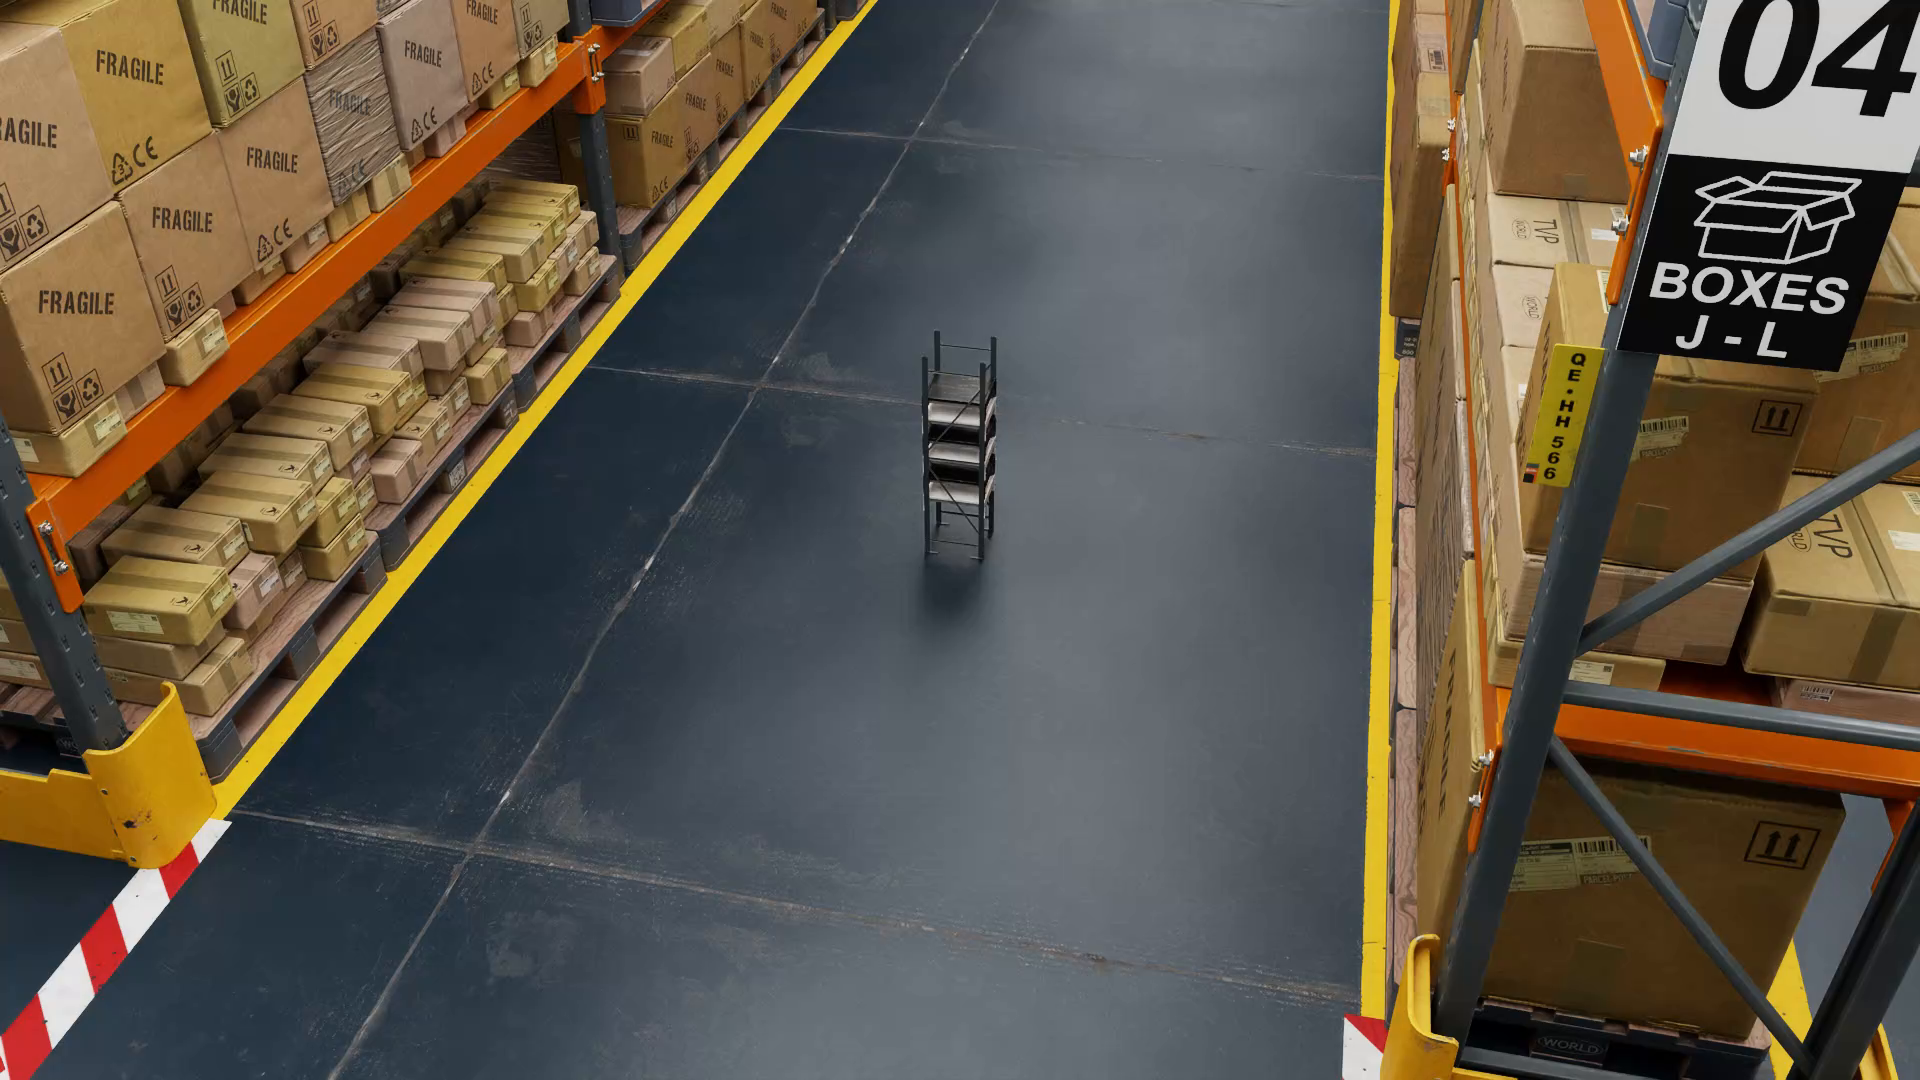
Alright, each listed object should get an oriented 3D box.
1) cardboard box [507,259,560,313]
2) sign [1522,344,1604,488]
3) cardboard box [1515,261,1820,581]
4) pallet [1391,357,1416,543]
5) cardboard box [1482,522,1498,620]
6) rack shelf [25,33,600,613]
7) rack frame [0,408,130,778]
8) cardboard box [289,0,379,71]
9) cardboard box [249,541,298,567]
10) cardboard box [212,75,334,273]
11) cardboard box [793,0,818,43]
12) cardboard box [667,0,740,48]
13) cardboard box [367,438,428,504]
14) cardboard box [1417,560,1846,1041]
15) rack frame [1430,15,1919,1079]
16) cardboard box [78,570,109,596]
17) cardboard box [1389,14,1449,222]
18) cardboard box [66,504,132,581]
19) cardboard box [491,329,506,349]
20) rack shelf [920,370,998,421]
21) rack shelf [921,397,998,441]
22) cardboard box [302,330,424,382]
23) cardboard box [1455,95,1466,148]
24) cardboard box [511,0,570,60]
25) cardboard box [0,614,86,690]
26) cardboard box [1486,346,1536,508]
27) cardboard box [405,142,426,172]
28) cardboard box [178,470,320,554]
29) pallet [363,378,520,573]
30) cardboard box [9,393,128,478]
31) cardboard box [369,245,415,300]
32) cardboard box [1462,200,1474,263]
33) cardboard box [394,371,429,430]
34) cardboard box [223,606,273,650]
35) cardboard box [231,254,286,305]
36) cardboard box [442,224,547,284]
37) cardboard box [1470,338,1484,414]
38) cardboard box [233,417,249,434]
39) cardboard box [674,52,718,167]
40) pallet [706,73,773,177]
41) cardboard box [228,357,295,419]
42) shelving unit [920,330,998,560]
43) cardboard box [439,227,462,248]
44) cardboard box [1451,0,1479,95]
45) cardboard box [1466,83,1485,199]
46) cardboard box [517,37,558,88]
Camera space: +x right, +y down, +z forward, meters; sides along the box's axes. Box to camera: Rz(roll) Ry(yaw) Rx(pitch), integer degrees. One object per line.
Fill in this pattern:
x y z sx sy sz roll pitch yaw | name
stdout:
-2.070 -1.181 7.642 0.380 0.149 0.250 6 36 8 | cardboard box
1.215 -0.246 3.345 0.100 0.325 0.005 7 37 10 | sign
1.589 -0.281 3.817 0.500 0.500 0.500 8 37 11 | cardboard box
2.357 -0.343 7.044 1.003 0.211 1.213 7 37 10 | pallet
1.550 0.102 4.268 0.380 0.149 0.250 8 37 10 | cardboard box
-2.655 -1.140 6.380 1.077 0.370 4.000 7 37 10 | rack shelf
-3.082 -0.285 4.587 1.000 3.000 0.127 7 37 10 | rack frame
-2.387 -1.953 5.698 0.500 0.500 0.500 6 36 8 | cardboard box
-2.640 0.009 5.999 0.380 0.149 0.250 8 37 11 | cardboard box
-2.510 -1.258 5.591 0.500 0.500 0.500 8 37 11 | cardboard box
-1.258 -3.619 10.960 0.500 0.500 0.500 7 37 10 | cardboard box
-1.587 -3.028 9.505 0.500 0.250 0.500 9 37 12 | cardboard box
-2.374 -0.287 6.662 0.380 0.149 0.250 6 36 8 | cardboard box
1.800 0.708 4.670 0.875 0.875 0.875 7 37 10 | cardboard box
1.742 0.395 3.649 1.000 3.000 0.127 7 37 10 | rack frame
-3.140 0.097 5.877 0.380 0.149 0.250 6 36 9 | cardboard box
2.903 -2.090 8.530 1.225 0.875 0.875 6 36 8 | cardboard box
-3.107 -0.014 5.777 0.380 0.149 0.250 8 37 11 | cardboard box
-2.284 -0.892 7.497 0.380 0.149 0.250 6 36 9 | cardboard box
-0.002 -0.551 6.341 0.258 0.077 0.200 7 37 10 | rack shelf
-0.002 -0.478 6.393 0.258 0.077 0.200 7 37 10 | rack shelf
-2.416 -0.712 6.741 0.380 0.149 0.250 7 37 10 | cardboard box
2.208 -1.669 6.711 0.380 0.149 0.250 7 37 10 | cardboard box
-2.055 -2.426 7.203 0.500 0.500 0.500 7 37 10 | cardboard box
-3.173 0.371 5.753 0.380 0.149 0.250 8 37 11 | cardboard box
1.695 -0.267 4.436 0.500 0.250 0.500 7 36 9 | cardboard box
-2.338 -1.533 6.523 0.380 0.149 0.250 7 36 9 | cardboard box
-2.518 -0.101 5.898 0.380 0.149 0.250 7 37 10 | cardboard box
-2.595 -0.358 7.064 1.003 0.211 1.213 7 37 10 | pallet
-2.693 -0.328 4.860 0.380 0.149 0.250 7 37 10 | cardboard box
-2.660 -1.209 7.427 0.380 0.149 0.250 6 36 9 | cardboard box
1.987 -1.069 5.884 0.380 0.149 0.250 7 36 9 | cardboard box
-2.430 -0.602 6.843 0.380 0.149 0.250 9 37 12 | cardboard box
-2.682 0.279 5.881 0.380 0.149 0.250 7 37 10 | cardboard box
-2.566 -0.945 5.711 0.380 0.149 0.250 7 37 10 | cardboard box
-2.111 -1.303 7.556 0.380 0.149 0.250 7 37 10 | cardboard box
1.768 -0.483 5.075 0.380 0.149 0.250 7 37 10 | cardboard box
-2.968 -0.501 6.703 0.380 0.149 0.250 9 37 12 | cardboard box
-1.699 -2.430 9.319 0.500 0.500 0.500 9 37 12 | cardboard box
-1.804 -2.597 10.153 1.003 0.211 1.213 7 37 10 | pallet
-2.891 -0.617 6.609 0.380 0.149 0.250 6 36 8 | cardboard box
-0.002 -0.360 6.479 0.258 0.900 0.210 7 37 10 | shelving unit
-2.584 -1.390 7.930 0.380 0.149 0.250 8 37 10 | cardboard box
2.429 -2.241 7.201 0.500 0.500 0.500 7 37 10 | cardboard box
2.129 -1.437 6.051 0.500 0.250 0.500 7 37 10 | cardboard box
-2.009 -2.122 7.336 0.380 0.149 0.250 6 36 9 | cardboard box
